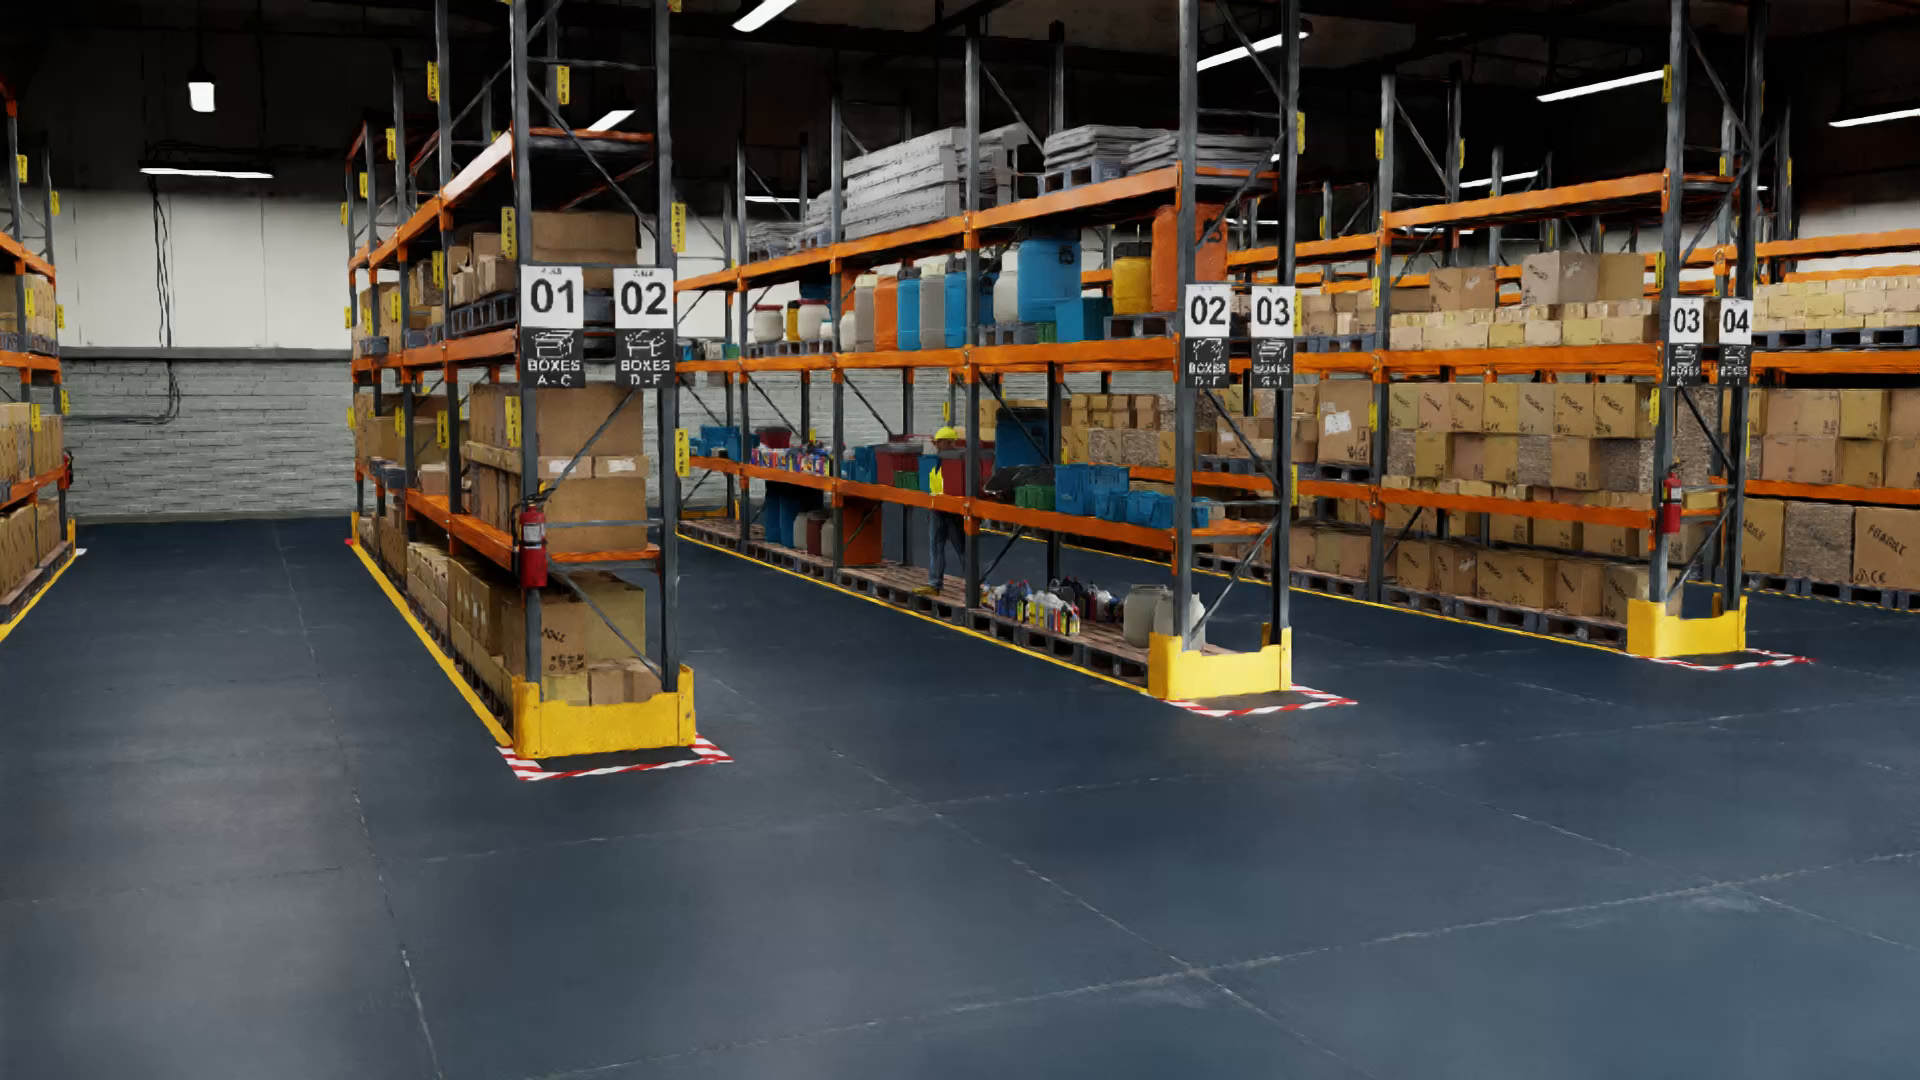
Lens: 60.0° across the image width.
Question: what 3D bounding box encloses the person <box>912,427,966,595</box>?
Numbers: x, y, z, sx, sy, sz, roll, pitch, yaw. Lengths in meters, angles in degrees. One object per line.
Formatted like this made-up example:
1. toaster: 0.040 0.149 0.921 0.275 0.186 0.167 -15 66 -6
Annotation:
1. person: -0.156 -0.295 17.403 0.626 1.767 0.729 -4 7 -38
